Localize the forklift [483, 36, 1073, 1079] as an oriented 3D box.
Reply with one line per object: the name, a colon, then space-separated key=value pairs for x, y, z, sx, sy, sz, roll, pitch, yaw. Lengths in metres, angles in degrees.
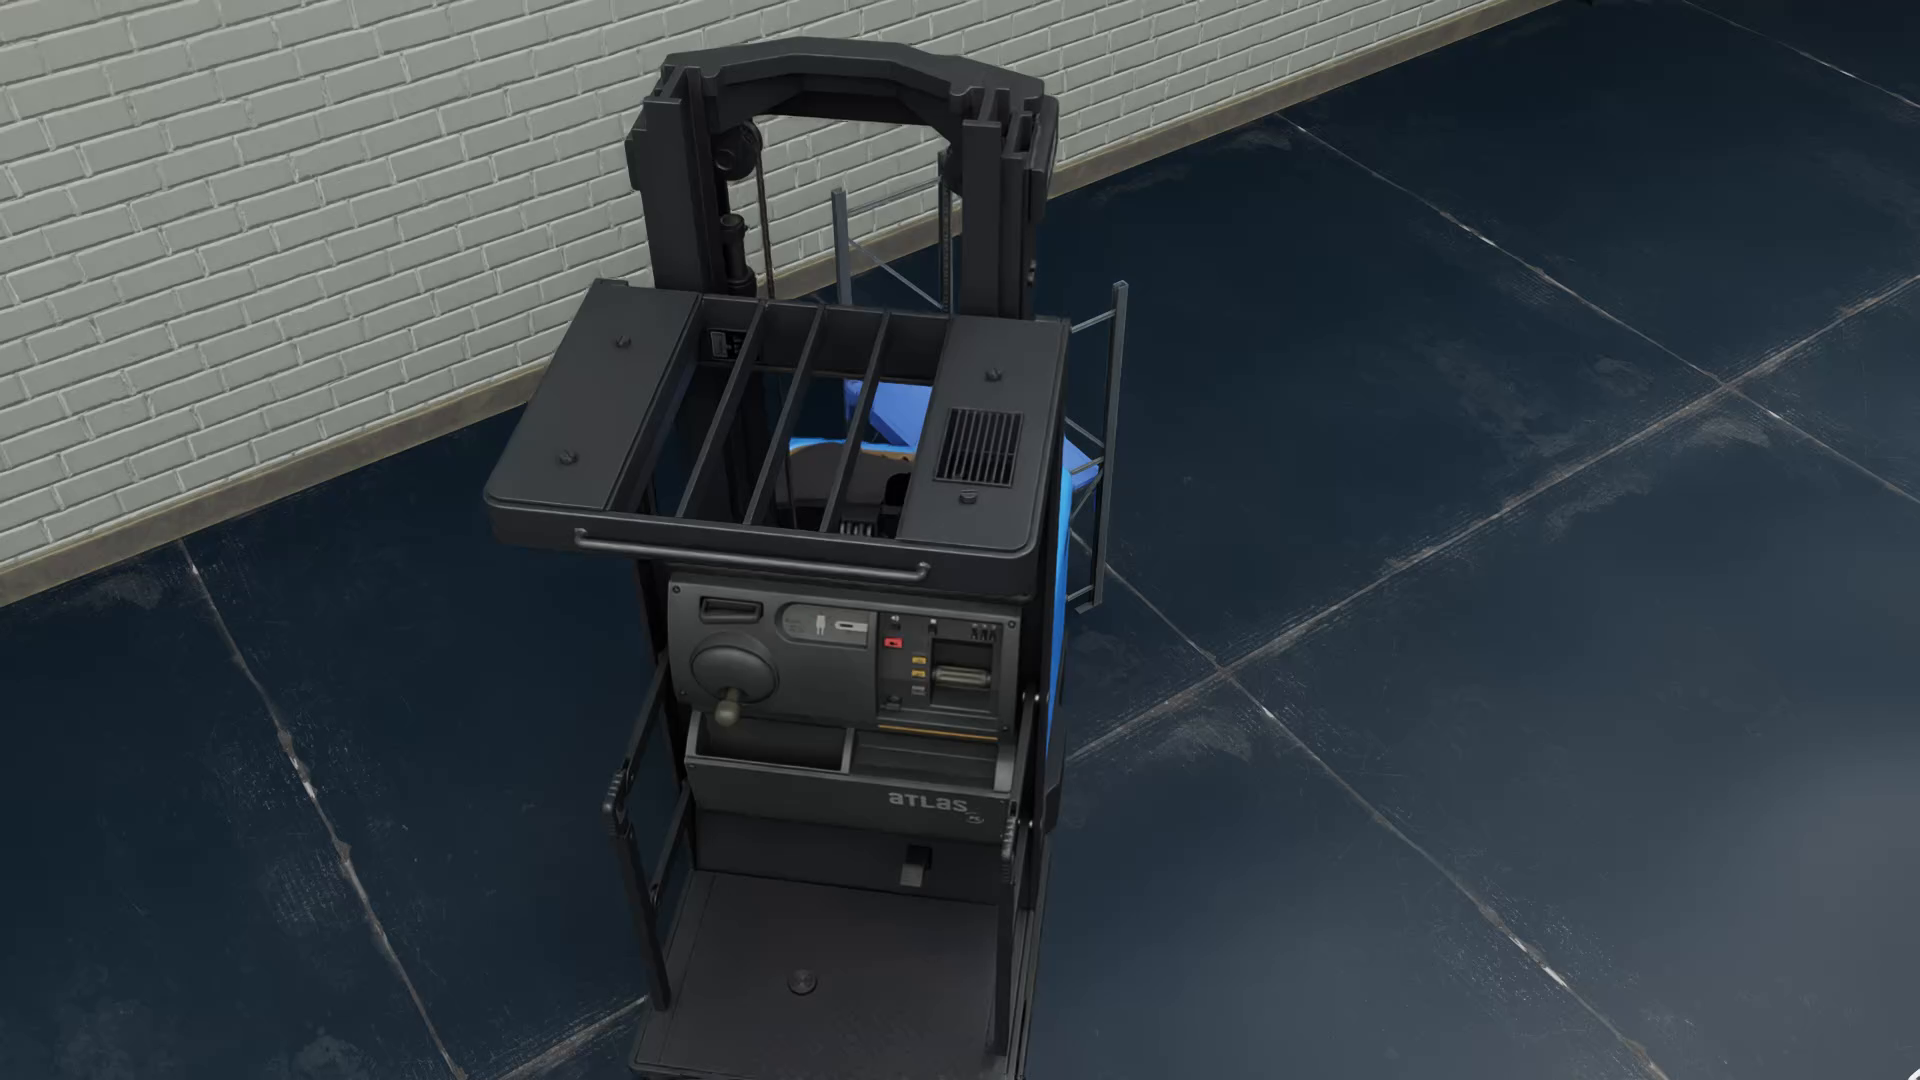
forklift: x=-0.335 y=0.410 z=4.198 sx=1.130 sy=2.935 sz=3.031 roll=6 pitch=44 yaw=6

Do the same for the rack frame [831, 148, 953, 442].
rack frame: x=-0.242 y=-0.782 z=6.483 sx=0.500 sy=1.500 sz=0.032 roll=-26 pitch=49 yaw=-24

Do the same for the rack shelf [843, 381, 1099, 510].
rack shelf: x=0.049 y=-0.364 z=6.306 sx=0.538 sy=0.185 sz=1.000 roll=-26 pitch=49 yaw=-24

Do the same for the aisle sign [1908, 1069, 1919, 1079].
aisle sign: x=1.068 y=0.722 z=1.939 sx=0.394 sy=0.787 sz=0.004 roll=-26 pitch=49 yaw=-24

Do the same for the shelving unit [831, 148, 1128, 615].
shelving unit: x=0.049 y=-0.494 z=6.182 sx=0.538 sy=1.500 sz=1.048 roll=-26 pitch=49 yaw=-24

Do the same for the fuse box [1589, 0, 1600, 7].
fuse box: x=3.920 y=-3.893 z=9.589 sx=0.539 sy=1.711 sz=0.414 roll=-26 pitch=49 yaw=-24

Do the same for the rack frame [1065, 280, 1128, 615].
rack frame: x=0.340 y=-0.206 z=5.880 sx=0.500 sy=1.500 sz=0.032 roll=-26 pitch=49 yaw=-24
